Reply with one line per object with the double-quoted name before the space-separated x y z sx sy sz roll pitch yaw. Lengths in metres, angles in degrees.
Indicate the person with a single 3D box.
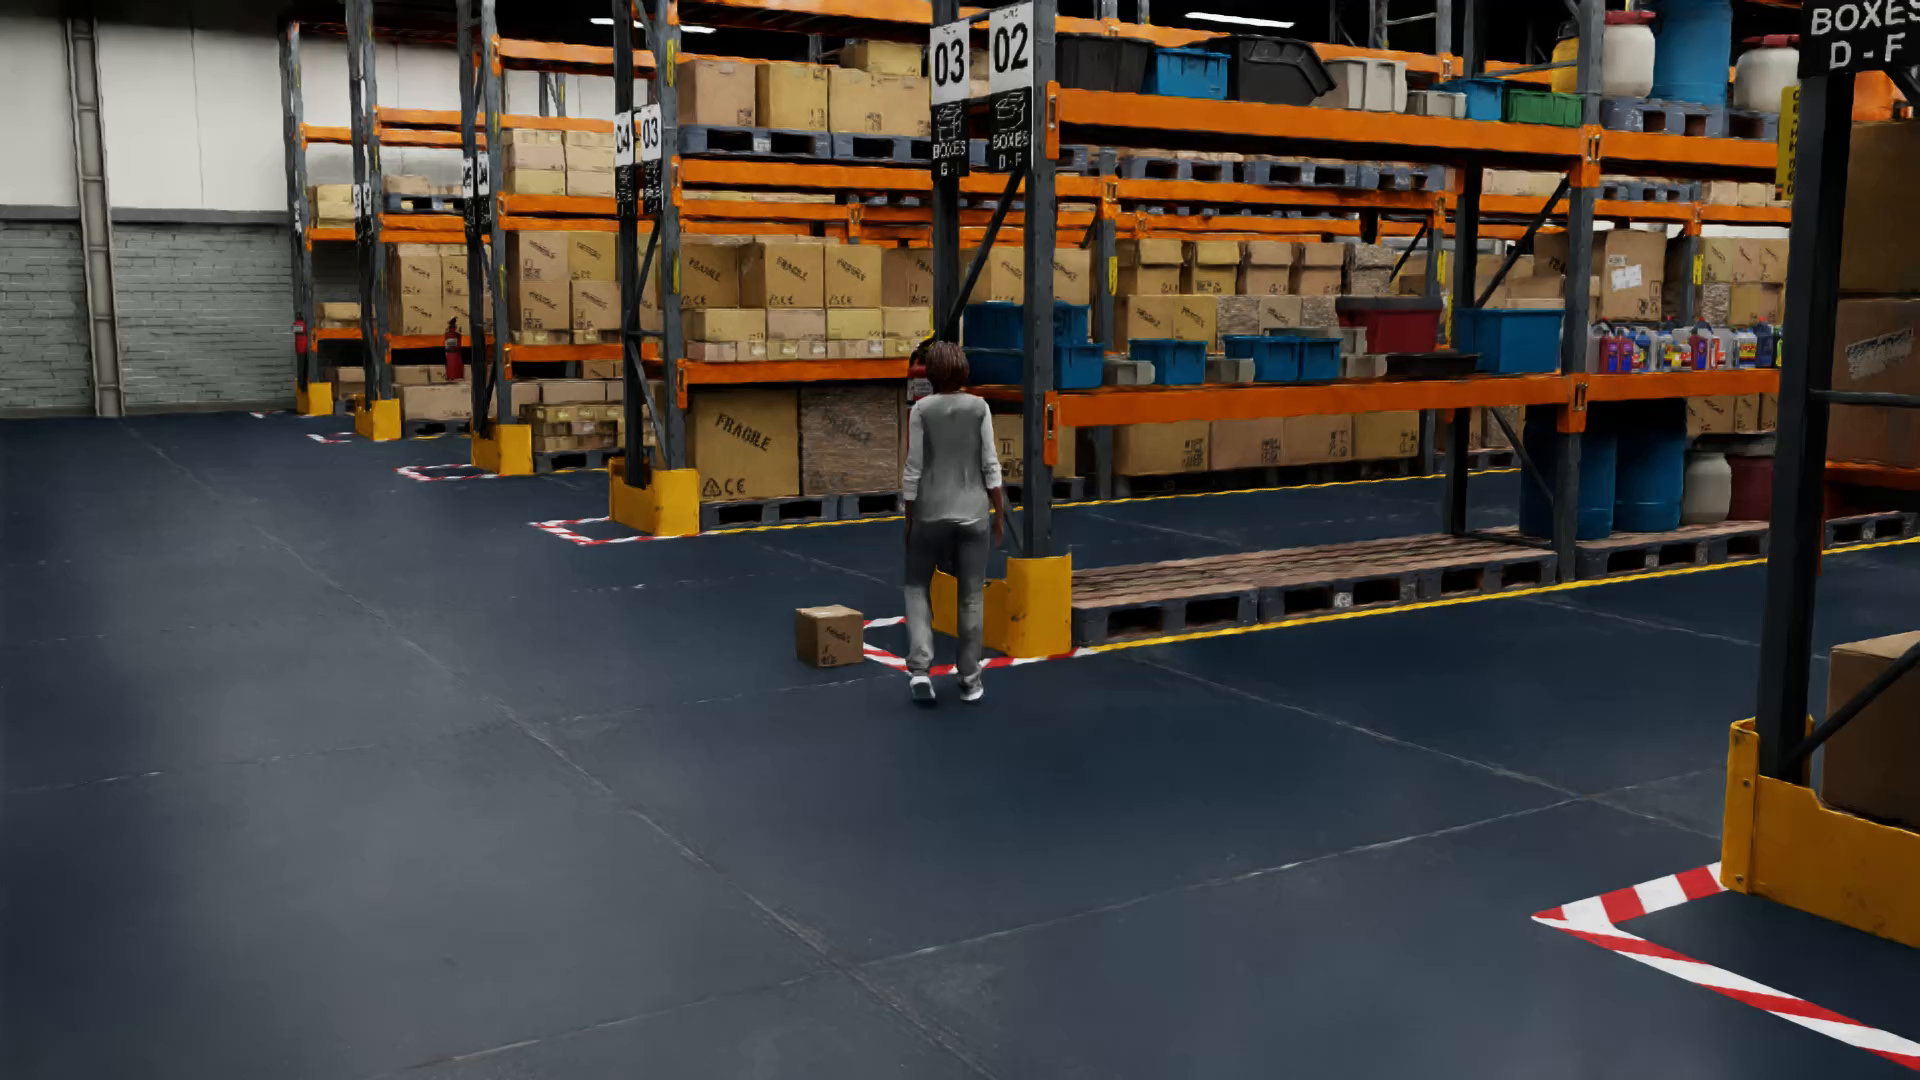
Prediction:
"person" -0.027 -0.078 7.340 0.451 1.597 0.347 -1 8 -9
